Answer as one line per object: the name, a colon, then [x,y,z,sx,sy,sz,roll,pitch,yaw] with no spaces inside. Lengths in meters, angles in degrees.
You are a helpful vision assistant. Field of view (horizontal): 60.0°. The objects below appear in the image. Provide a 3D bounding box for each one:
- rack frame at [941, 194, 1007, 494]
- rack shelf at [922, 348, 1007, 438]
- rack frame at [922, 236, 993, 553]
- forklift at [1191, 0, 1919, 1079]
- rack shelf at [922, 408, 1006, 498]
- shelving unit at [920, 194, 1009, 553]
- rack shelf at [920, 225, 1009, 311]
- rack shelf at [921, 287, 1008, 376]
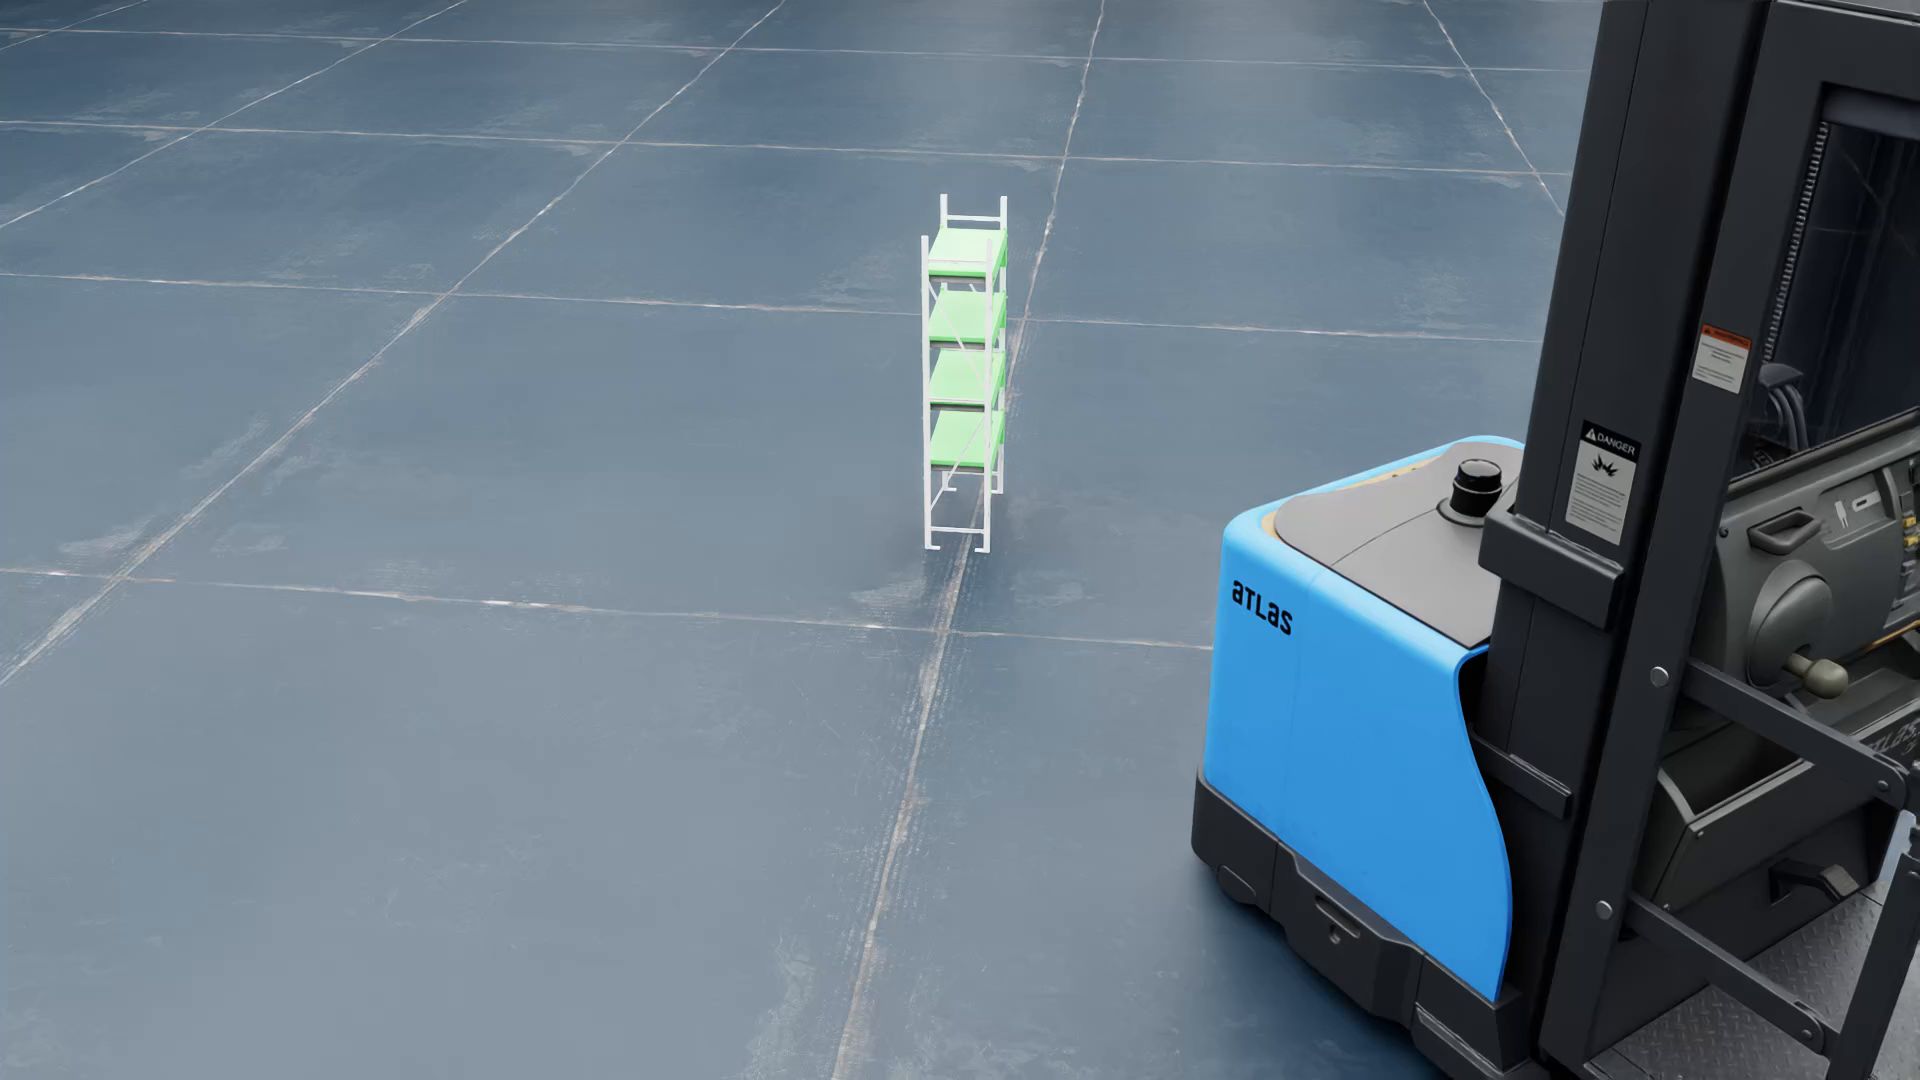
rack frame: [0.050,-0.721,6.323,0.240,1.200,0.015,3,28,6]
rack shelf: [0.020,-0.550,6.140,0.258,0.148,0.480,3,28,6]
rack frame: [-0.010,-0.491,5.897,0.240,1.200,0.015,3,28,6]
forklift: [1.859,0.058,3.052,1.130,2.935,3.031,-17,33,-29]
rack shelf: [0.020,-0.339,6.254,0.258,0.148,0.480,3,28,6]
shelving unit: [0.020,-0.606,6.110,0.258,1.200,0.503,3,28,6]
rack shelf: [0.020,-0.972,5.913,0.258,0.148,0.480,3,28,6]
rack shelf: [0.020,-0.761,6.027,0.258,0.148,0.480,3,28,6]
